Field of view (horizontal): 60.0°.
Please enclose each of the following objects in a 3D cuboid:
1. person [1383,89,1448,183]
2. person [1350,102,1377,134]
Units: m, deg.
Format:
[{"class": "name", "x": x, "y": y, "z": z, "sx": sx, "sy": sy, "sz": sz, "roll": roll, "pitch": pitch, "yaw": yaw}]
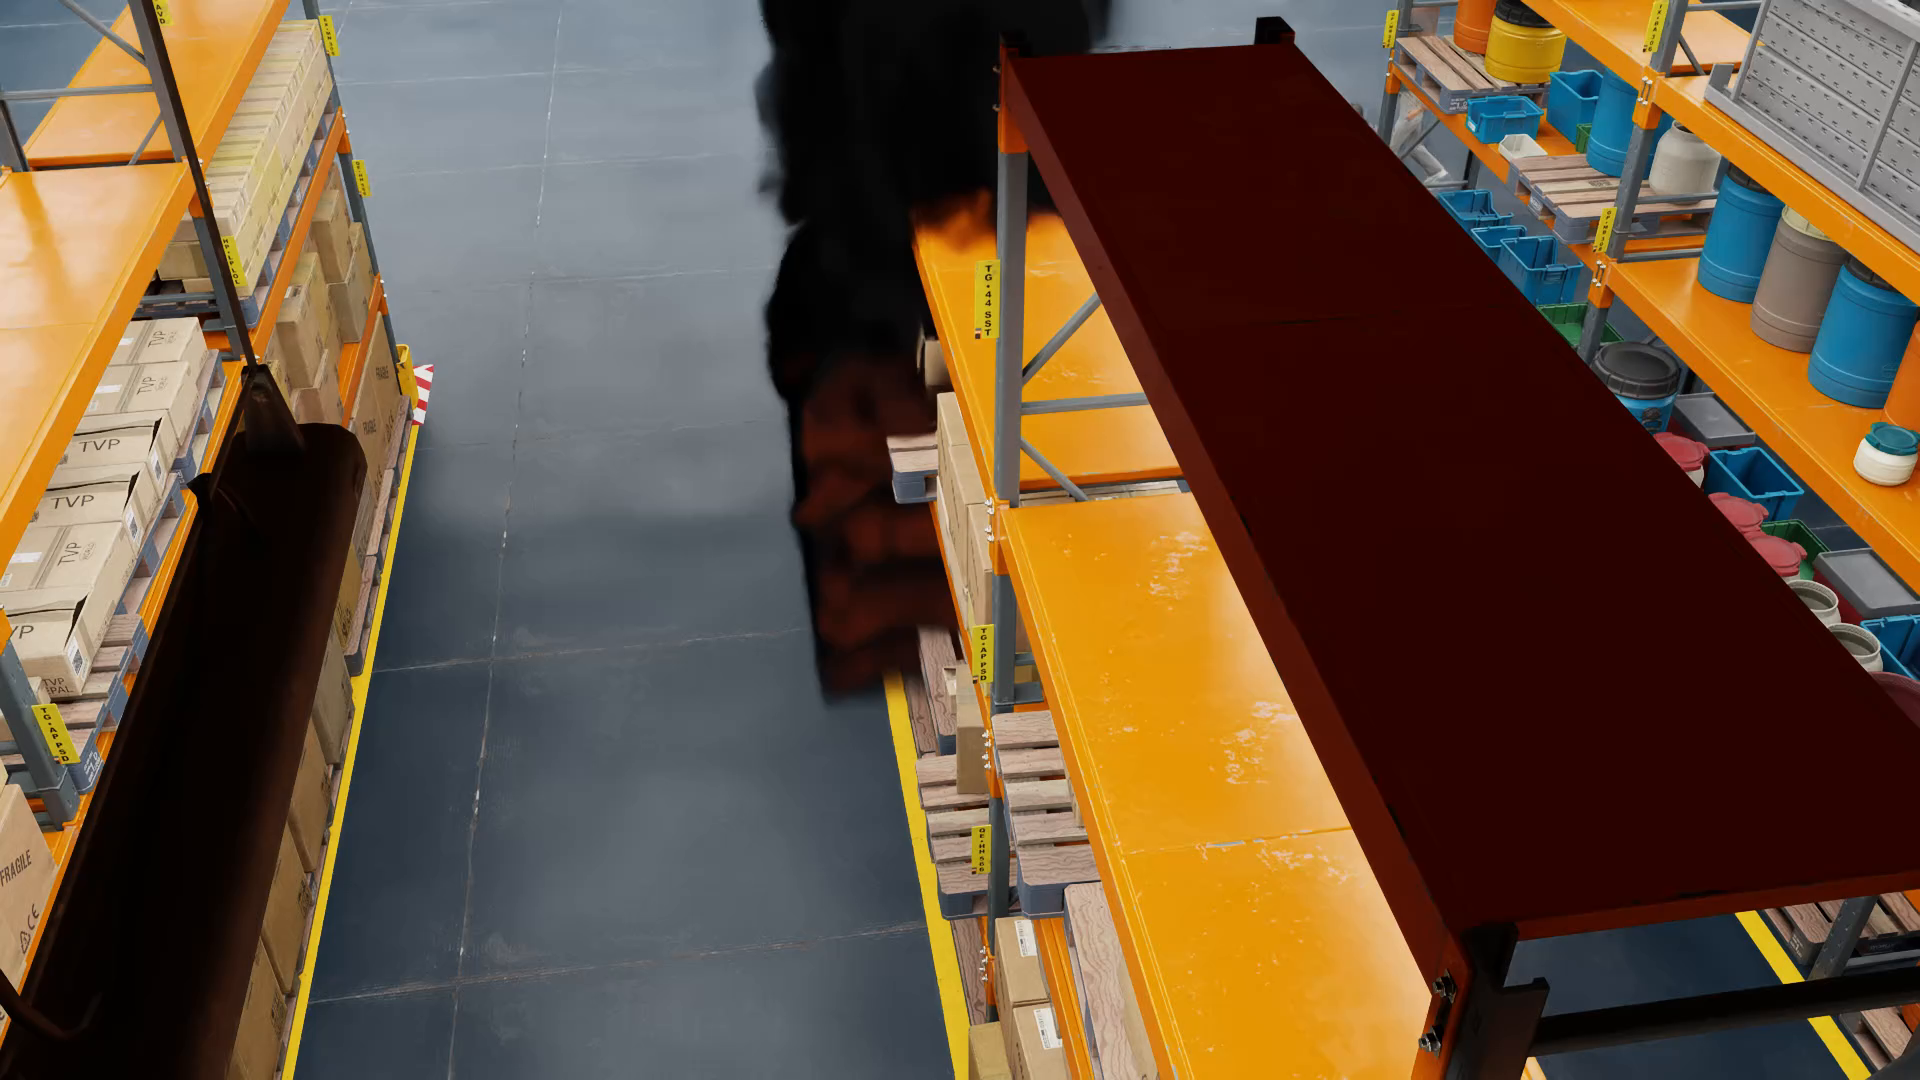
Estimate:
[{"class": "person", "x": 4.984, "y": -4.631, "z": 18.330, "sx": 0.956, "sy": 1.684, "sz": 0.566, "roll": 8, "pitch": 37, "yaw": 11}, {"class": "person", "x": 3.999, "y": -3.648, "z": 17.074, "sx": 0.669, "sy": 1.694, "sz": 0.622, "roll": 18, "pitch": 40, "yaw": 23}]
